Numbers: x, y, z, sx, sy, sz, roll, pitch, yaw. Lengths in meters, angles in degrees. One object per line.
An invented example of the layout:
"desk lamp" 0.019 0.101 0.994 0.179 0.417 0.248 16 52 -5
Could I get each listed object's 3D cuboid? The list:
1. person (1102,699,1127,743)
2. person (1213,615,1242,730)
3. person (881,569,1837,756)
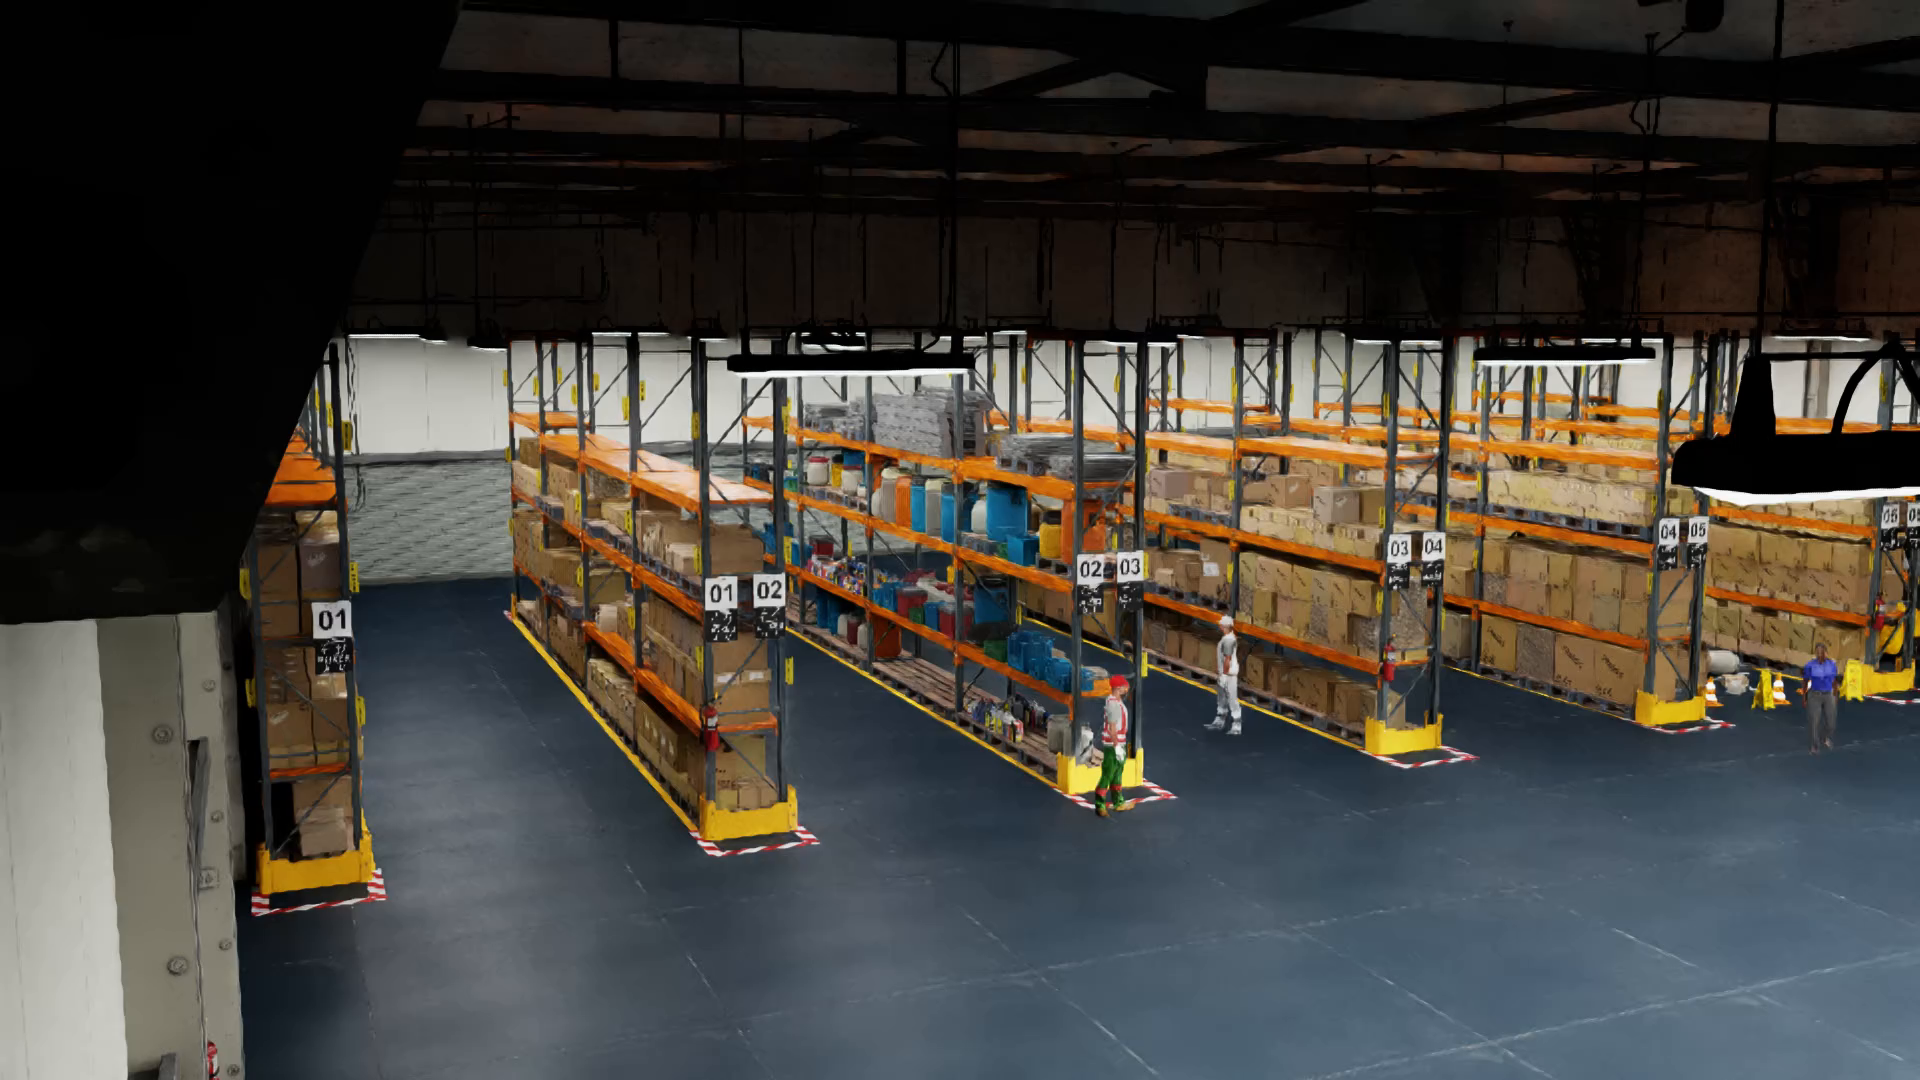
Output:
"person" 2.026 2.250 20.990 0.162 0.557 0.408 2 8 11
"person" 4.063 1.994 25.130 0.419 1.729 0.446 1 8 5
"person" 5.552 1.828 27.451 15.542 1.579 3.818 2 8 15
